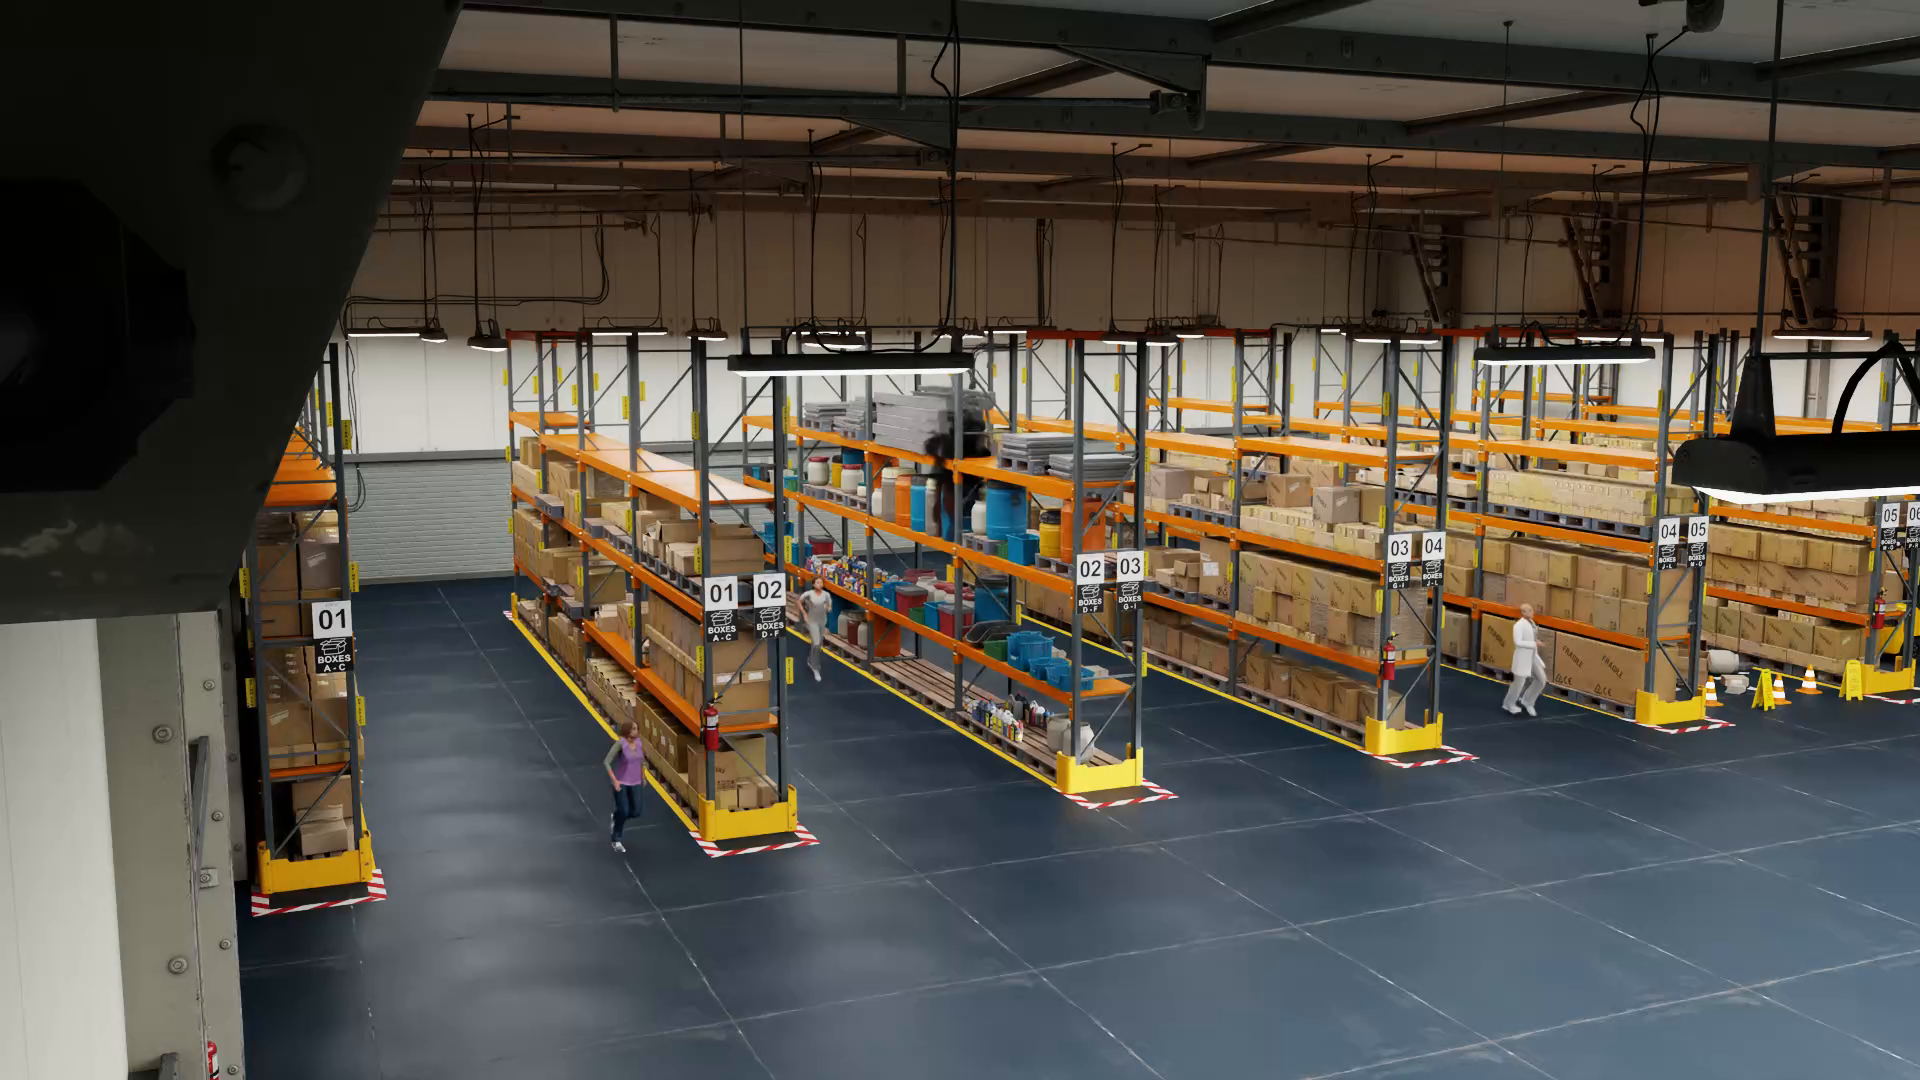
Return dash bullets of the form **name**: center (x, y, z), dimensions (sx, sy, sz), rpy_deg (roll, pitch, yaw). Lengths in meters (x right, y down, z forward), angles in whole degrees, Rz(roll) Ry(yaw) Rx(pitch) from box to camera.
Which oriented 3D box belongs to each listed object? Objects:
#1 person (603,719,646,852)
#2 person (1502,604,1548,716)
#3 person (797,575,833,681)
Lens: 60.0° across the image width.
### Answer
- **person**: center (-3.973, 2.899, 19.805), dimensions (0.586, 1.542, 0.474), rpy_deg (-7, 11, -42)
- **person**: center (8.927, 1.906, 26.201), dimensions (0.720, 1.828, 0.738), rpy_deg (-7, 10, -41)
- **person**: center (-2.420, 1.465, 28.119), dimensions (0.545, 1.757, 0.750), rpy_deg (-5, 9, -30)
